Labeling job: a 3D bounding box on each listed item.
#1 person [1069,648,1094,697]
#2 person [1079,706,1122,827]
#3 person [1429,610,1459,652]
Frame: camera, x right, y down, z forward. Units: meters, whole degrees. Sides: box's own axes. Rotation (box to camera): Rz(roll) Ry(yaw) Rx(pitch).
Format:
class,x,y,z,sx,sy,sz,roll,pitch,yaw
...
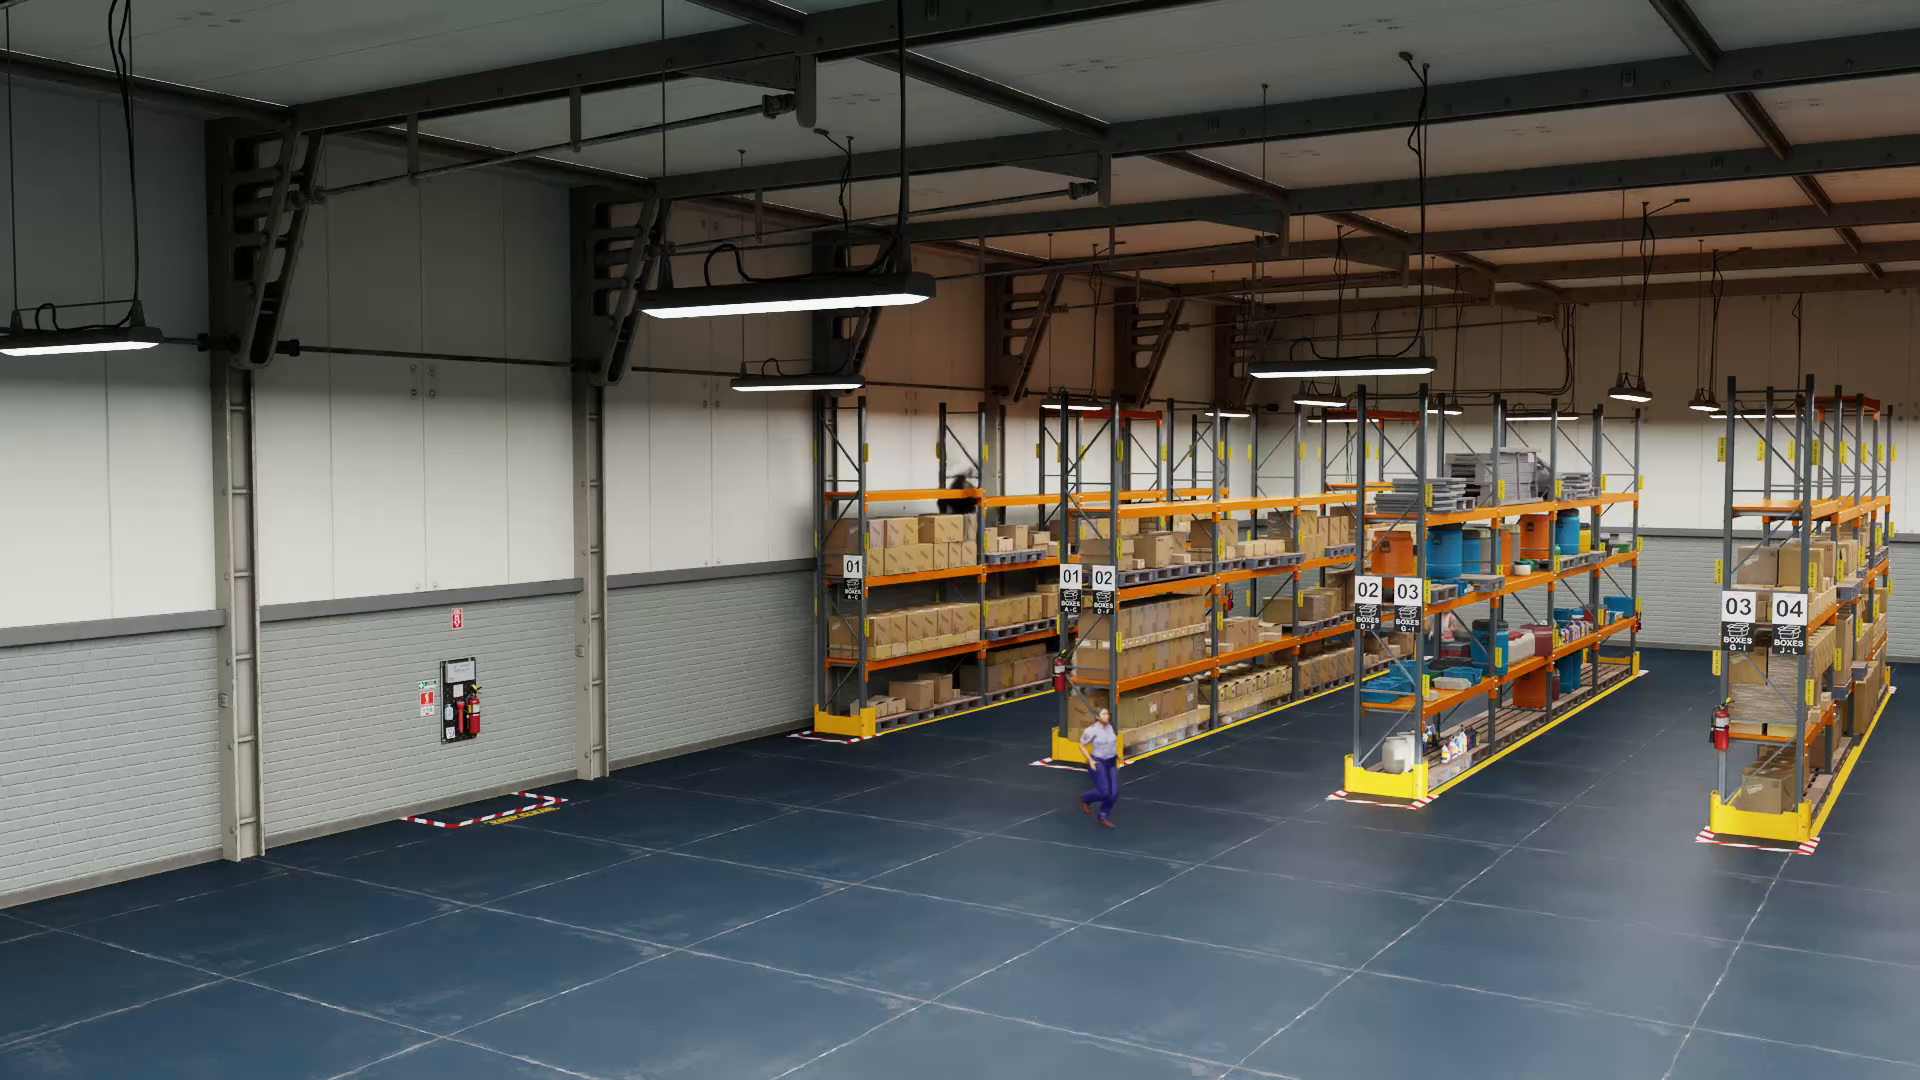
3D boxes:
class,x,y,z,sx,sy,sz,roll,pitch,yaw
person,2.274,2.565,30.642,0.580,1.728,0.751,1,3,20
person,1.900,3.042,22.367,0.609,1.601,0.554,-2,4,-38
person,10.487,2.218,36.053,0.643,1.838,0.855,1,3,20
